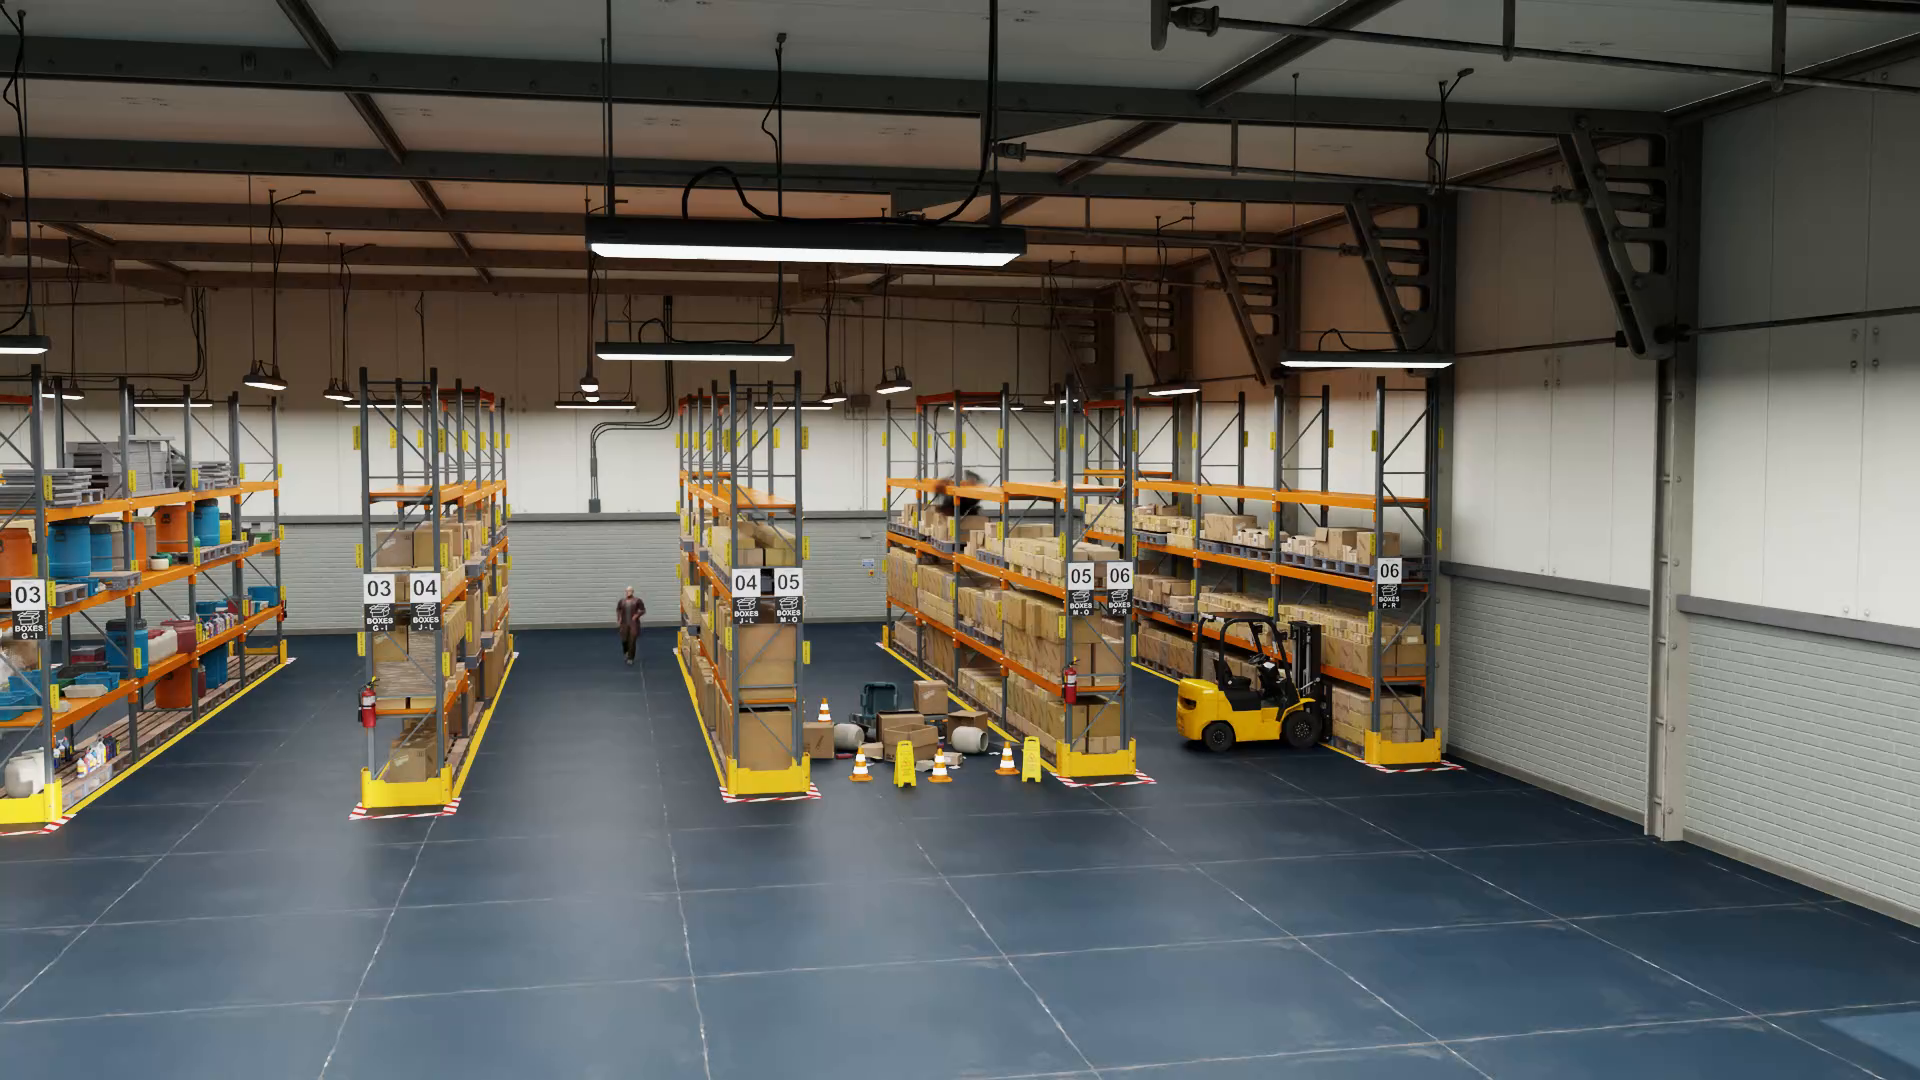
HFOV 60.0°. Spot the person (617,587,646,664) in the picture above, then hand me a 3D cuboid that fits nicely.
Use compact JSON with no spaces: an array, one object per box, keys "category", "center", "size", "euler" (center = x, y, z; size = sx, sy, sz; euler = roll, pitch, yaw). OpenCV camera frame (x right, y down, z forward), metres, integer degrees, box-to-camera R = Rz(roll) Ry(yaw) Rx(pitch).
[{"category":"person","center":[-7.381,1.917,37.202],"size":[0.692,1.747,0.648],"euler":[0,3,0]}]

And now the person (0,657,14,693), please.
[{"category":"person","center":[-16.196,2.498,27.802],"size":[0.678,1.728,0.643],"euler":[-1,4,-18]}]
